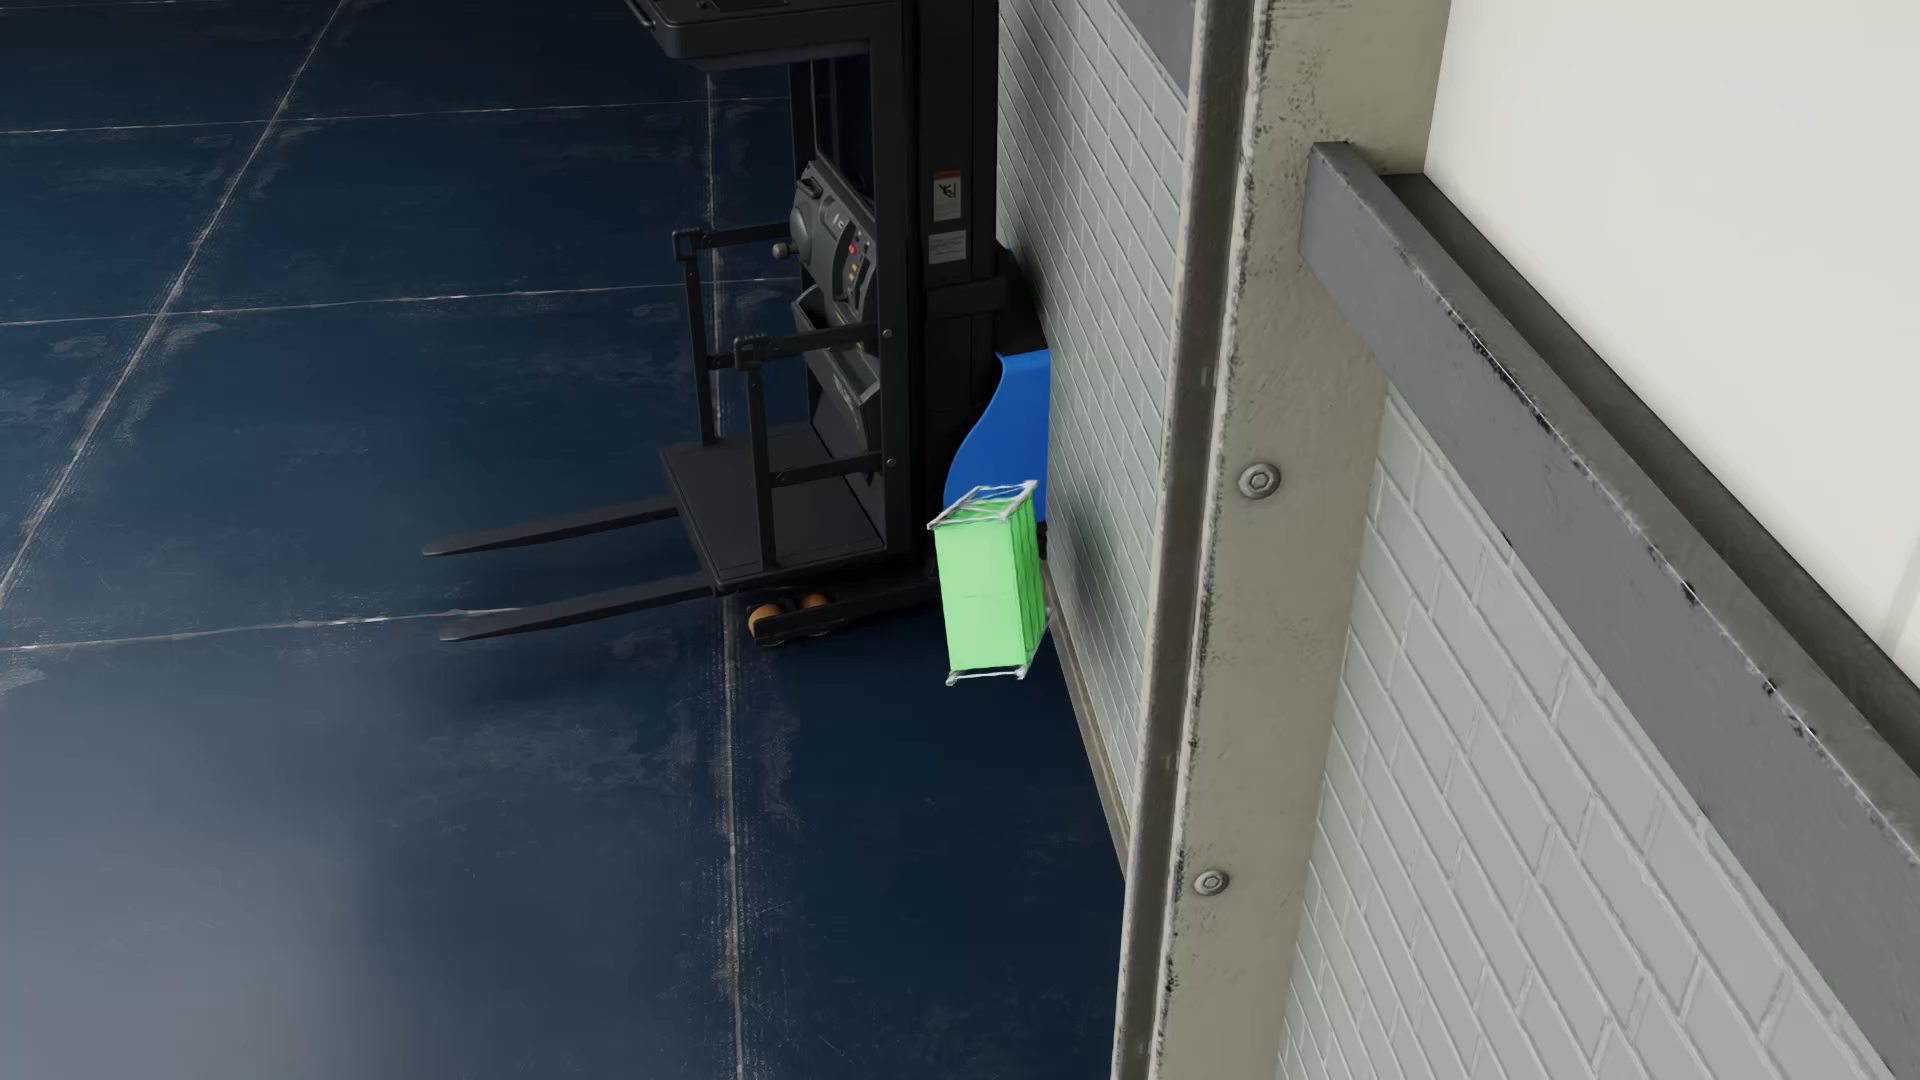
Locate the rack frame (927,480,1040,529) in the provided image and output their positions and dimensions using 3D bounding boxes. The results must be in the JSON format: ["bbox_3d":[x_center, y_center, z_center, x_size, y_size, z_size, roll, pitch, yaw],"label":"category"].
[{"bbox_3d":[0.098,-0.129,5.627,0.240,0.015,1.200,-6,7,8],"label":"rack frame"}]

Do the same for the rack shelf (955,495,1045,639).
[{"bbox_3d":[0.135,0.104,5.717,0.258,0.480,0.148,-6,7,8],"label":"rack shelf"}]

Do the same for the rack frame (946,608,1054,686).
[{"bbox_3d":[0.155,0.352,5.682,0.240,0.015,1.200,-6,7,8],"label":"rack frame"}]

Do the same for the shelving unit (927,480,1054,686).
[{"bbox_3d":[0.127,0.112,5.654,0.258,0.503,1.200,-6,7,8],"label":"shelving unit"}]

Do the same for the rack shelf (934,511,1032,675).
[{"bbox_3d":[0.071,0.165,5.246,0.258,0.480,0.148,-6,7,8],"label":"rack shelf"}]

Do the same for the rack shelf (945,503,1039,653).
[{"bbox_3d":[0.103,0.134,5.481,0.258,0.480,0.148,-6,7,8],"label":"rack shelf"}]

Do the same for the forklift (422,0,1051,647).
[{"bbox_3d":[-0.670,-1.124,6.296,3.031,2.935,1.130,-12,36,-17],"label":"forklift"}]

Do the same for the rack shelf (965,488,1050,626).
[{"bbox_3d":[0.167,0.073,5.953,0.258,0.480,0.148,-6,7,8],"label":"rack shelf"}]
